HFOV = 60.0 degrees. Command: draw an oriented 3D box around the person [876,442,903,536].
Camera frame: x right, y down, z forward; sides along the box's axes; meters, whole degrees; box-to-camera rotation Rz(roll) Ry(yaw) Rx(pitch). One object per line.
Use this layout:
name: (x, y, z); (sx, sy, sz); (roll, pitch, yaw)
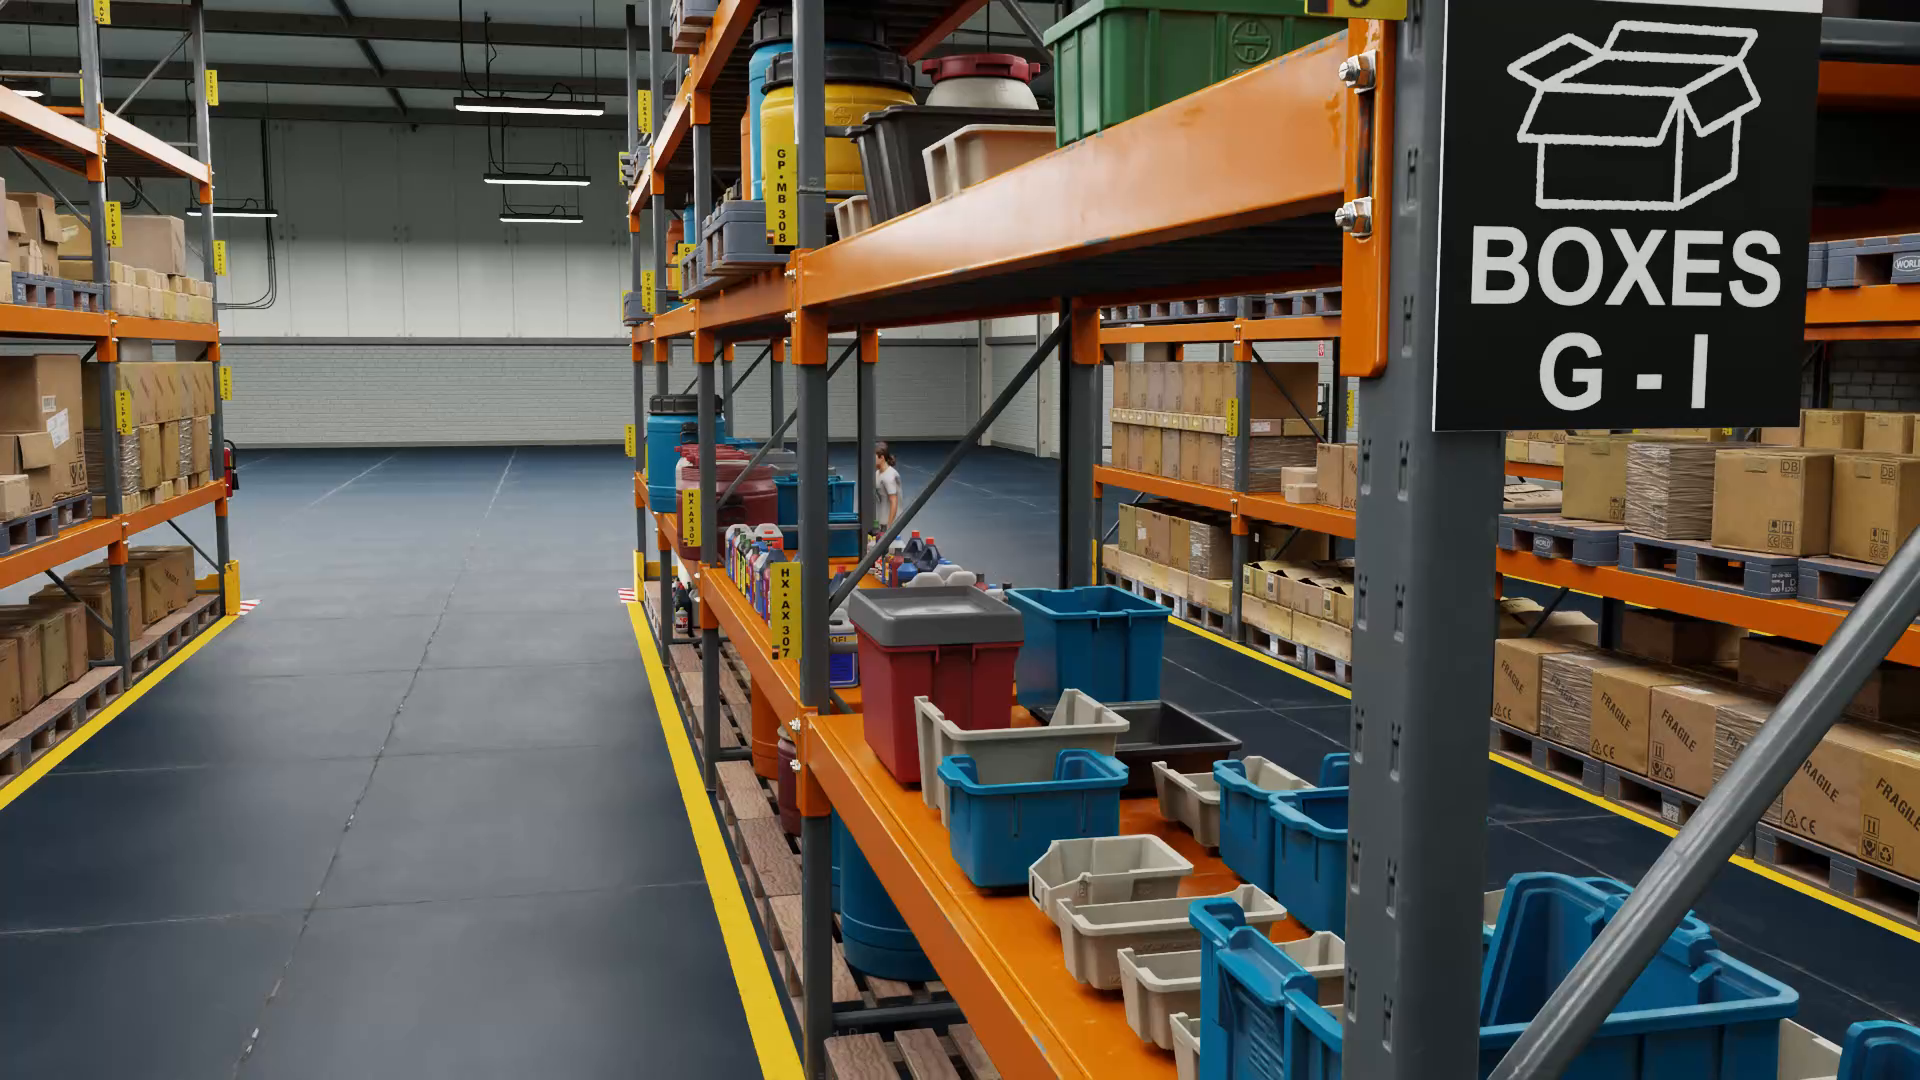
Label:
person: (-0.753, -0.139, 16.428); (0.363, 1.671, 0.514); (-2, 6, -17)
